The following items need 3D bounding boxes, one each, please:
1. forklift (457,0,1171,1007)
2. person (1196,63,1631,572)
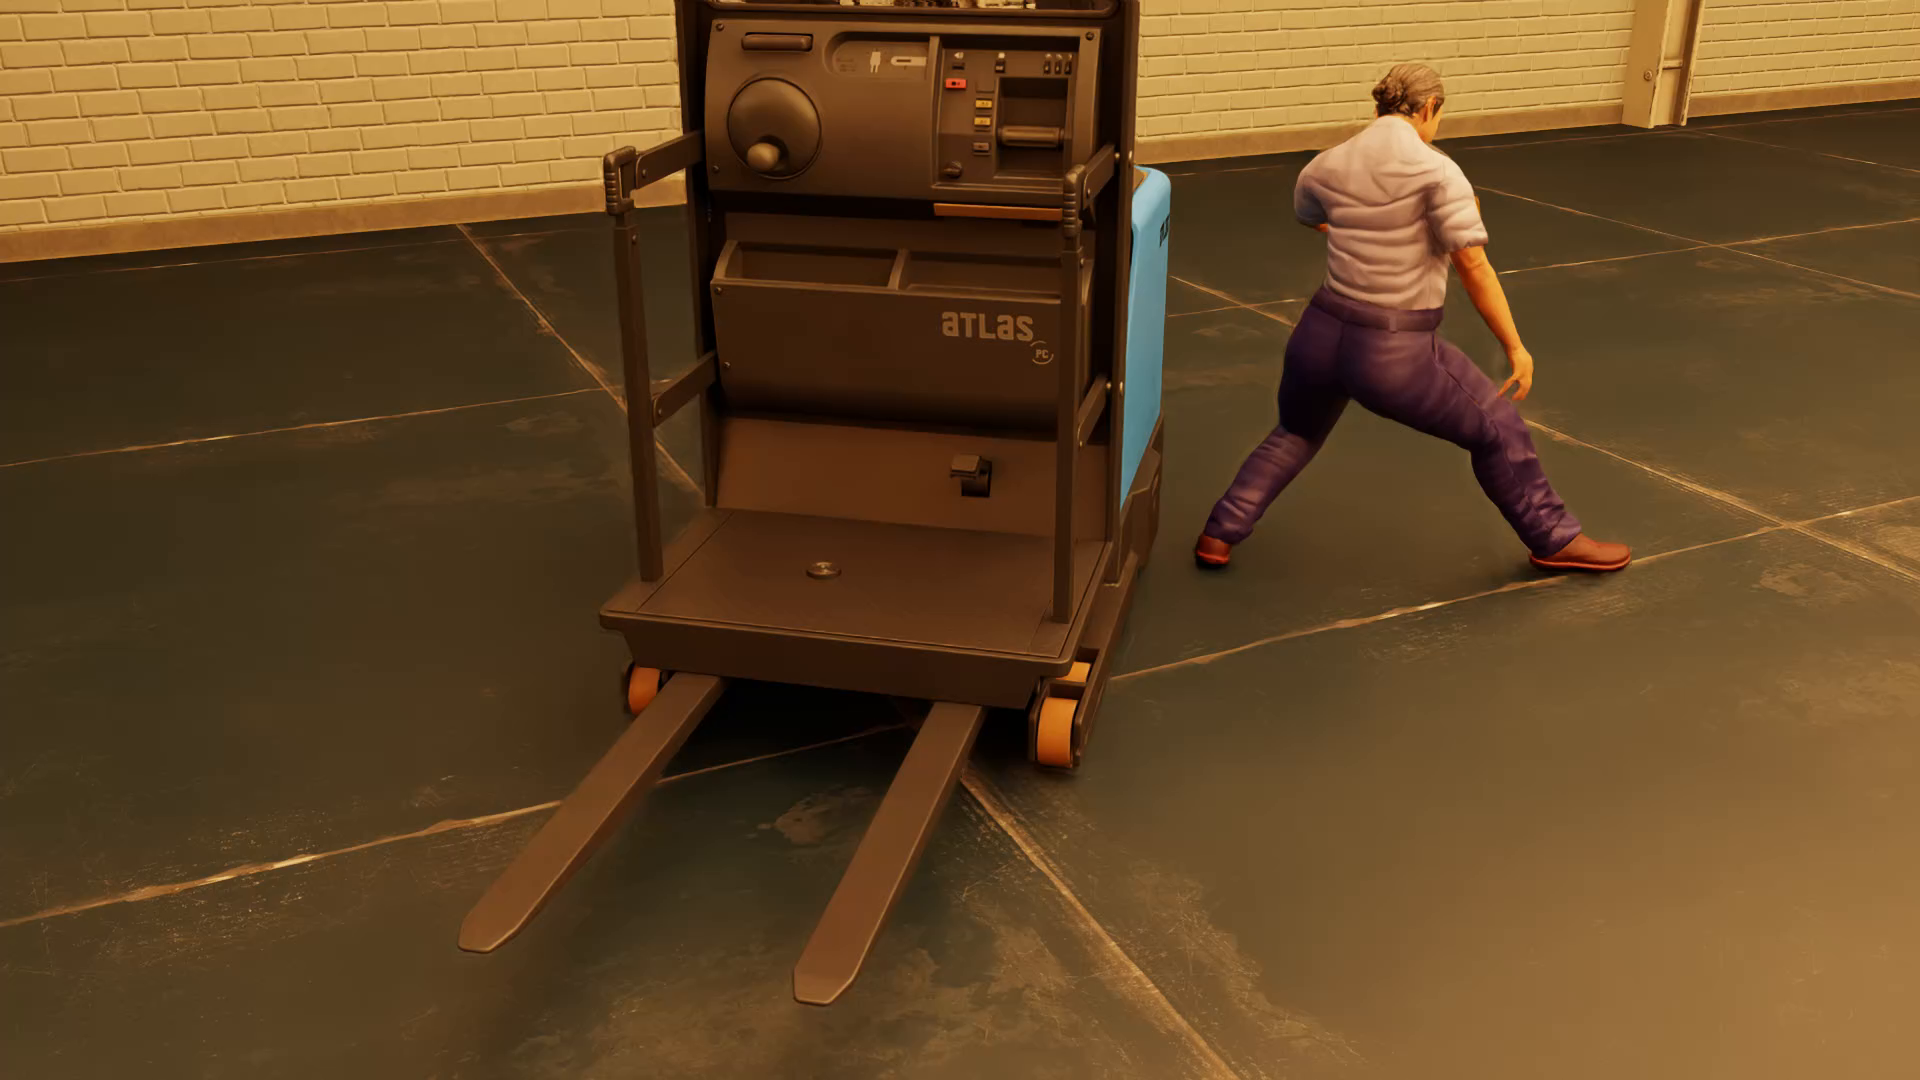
[{"bbox_3d":[-0.190,-0.986,3.660,1.130,2.935,3.031,5,23,12],"label":"forklift"},{"bbox_3d":[1.296,-0.585,4.685,0.950,1.454,1.010,-18,29,-37],"label":"person"}]
